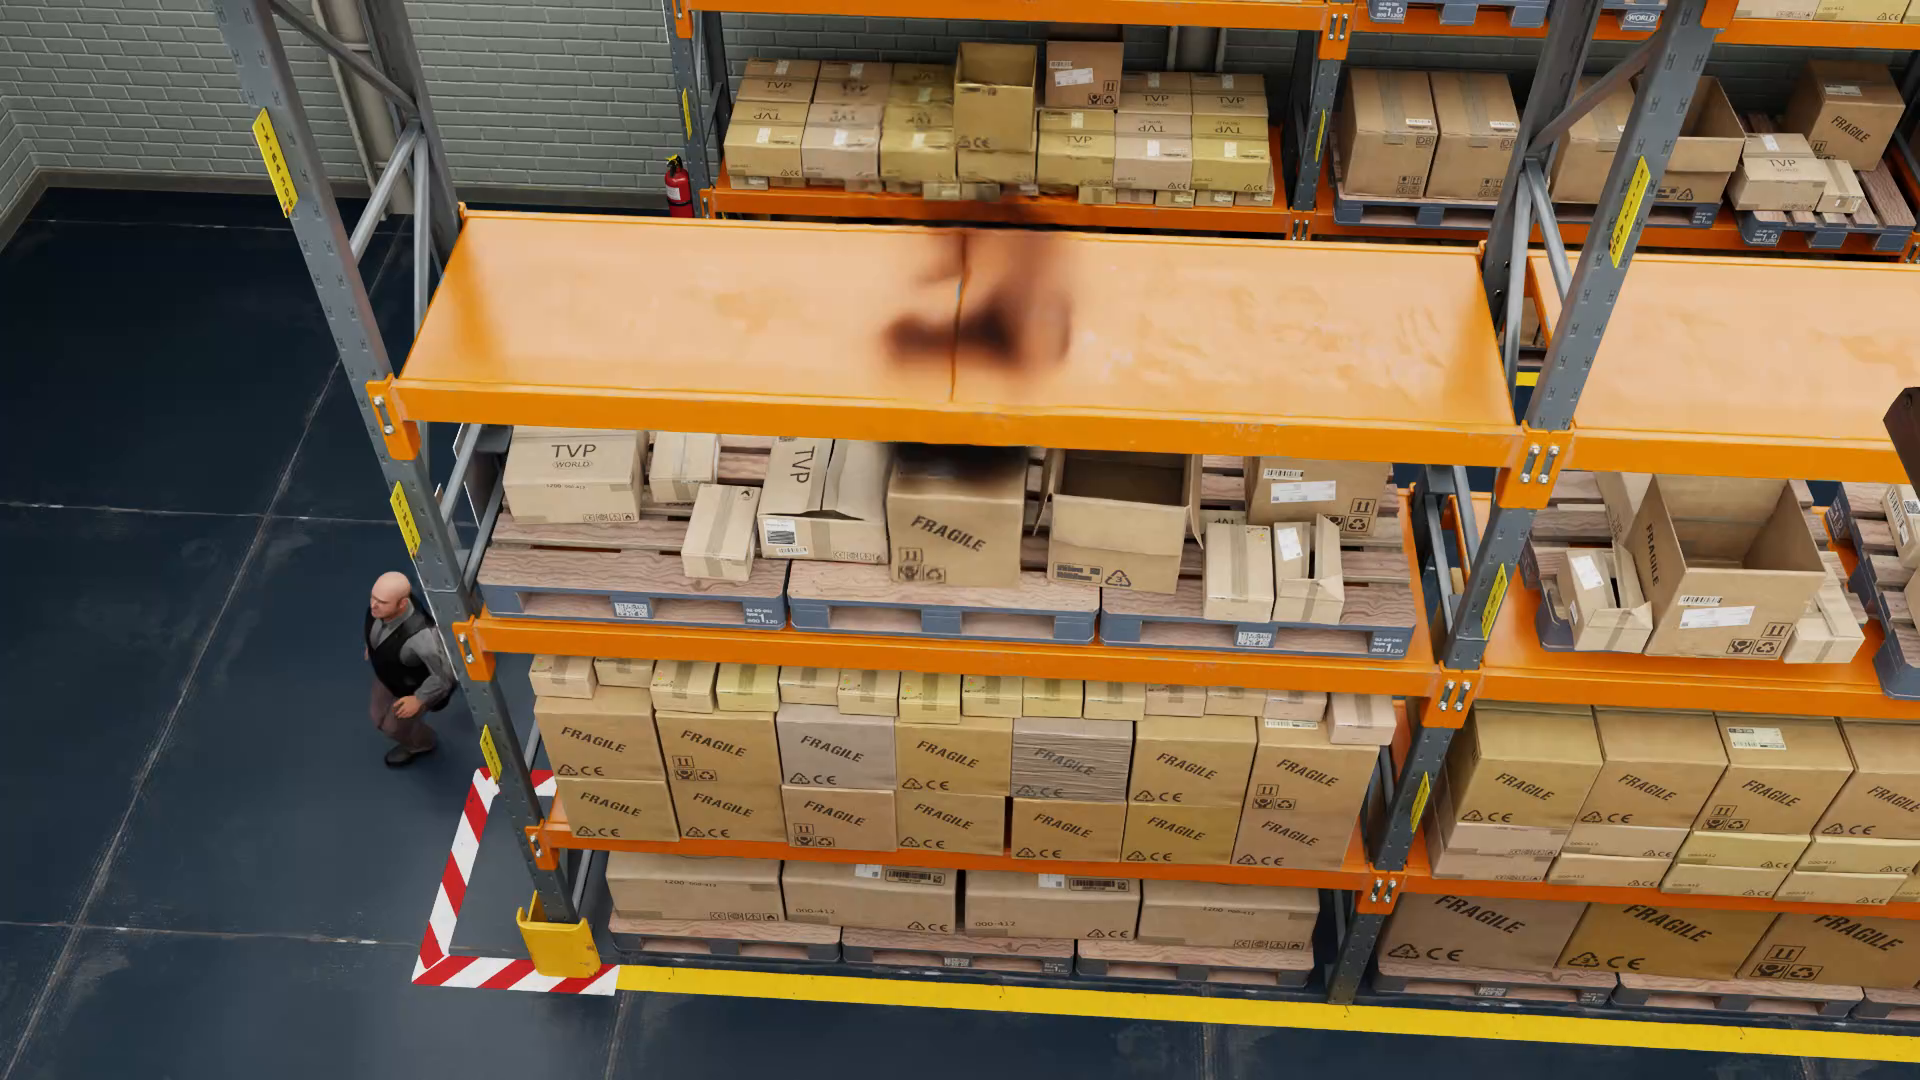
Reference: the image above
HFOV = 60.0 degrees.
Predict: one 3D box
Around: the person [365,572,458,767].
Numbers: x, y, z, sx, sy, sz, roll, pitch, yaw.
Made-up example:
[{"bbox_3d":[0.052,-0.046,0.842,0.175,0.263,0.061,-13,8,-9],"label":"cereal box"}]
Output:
[{"bbox_3d":[-2.937,0.727,8.976,0.689,1.649,0.551,37,57,28],"label":"person"}]
